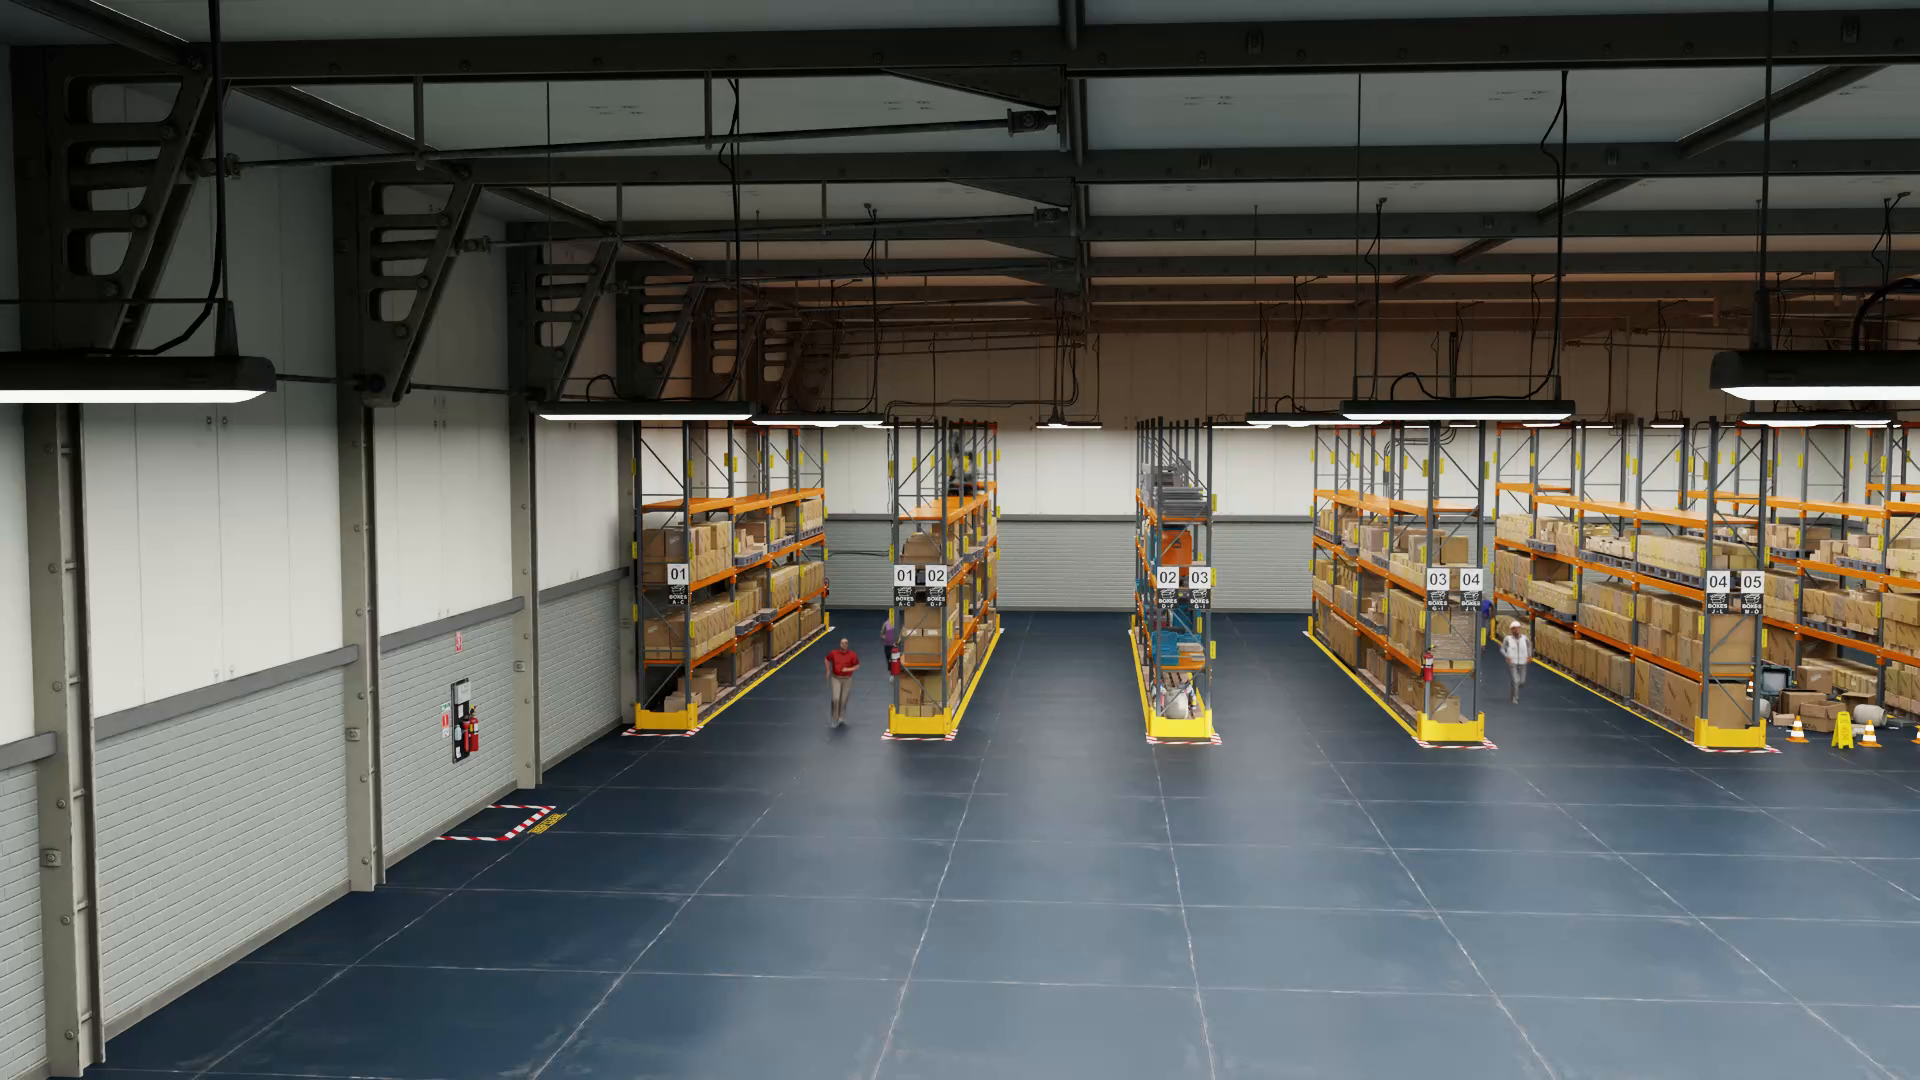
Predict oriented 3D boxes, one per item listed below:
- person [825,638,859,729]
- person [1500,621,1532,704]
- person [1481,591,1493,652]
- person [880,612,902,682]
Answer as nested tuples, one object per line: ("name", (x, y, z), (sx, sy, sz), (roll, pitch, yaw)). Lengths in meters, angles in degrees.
("person", (-2.285, 2.788, 32.308), (0.647, 1.790, 0.725), (-1, 4, -8))
("person", (11.708, 2.573, 35.030), (0.673, 1.745, 0.648), (0, 4, 3))
("person", (13.444, 2.120, 42.702), (0.611, 1.592, 0.753), (0, 4, 1))
("person", (-1.580, 2.430, 38.450), (0.538, 1.596, 0.812), (0, 4, -1))
